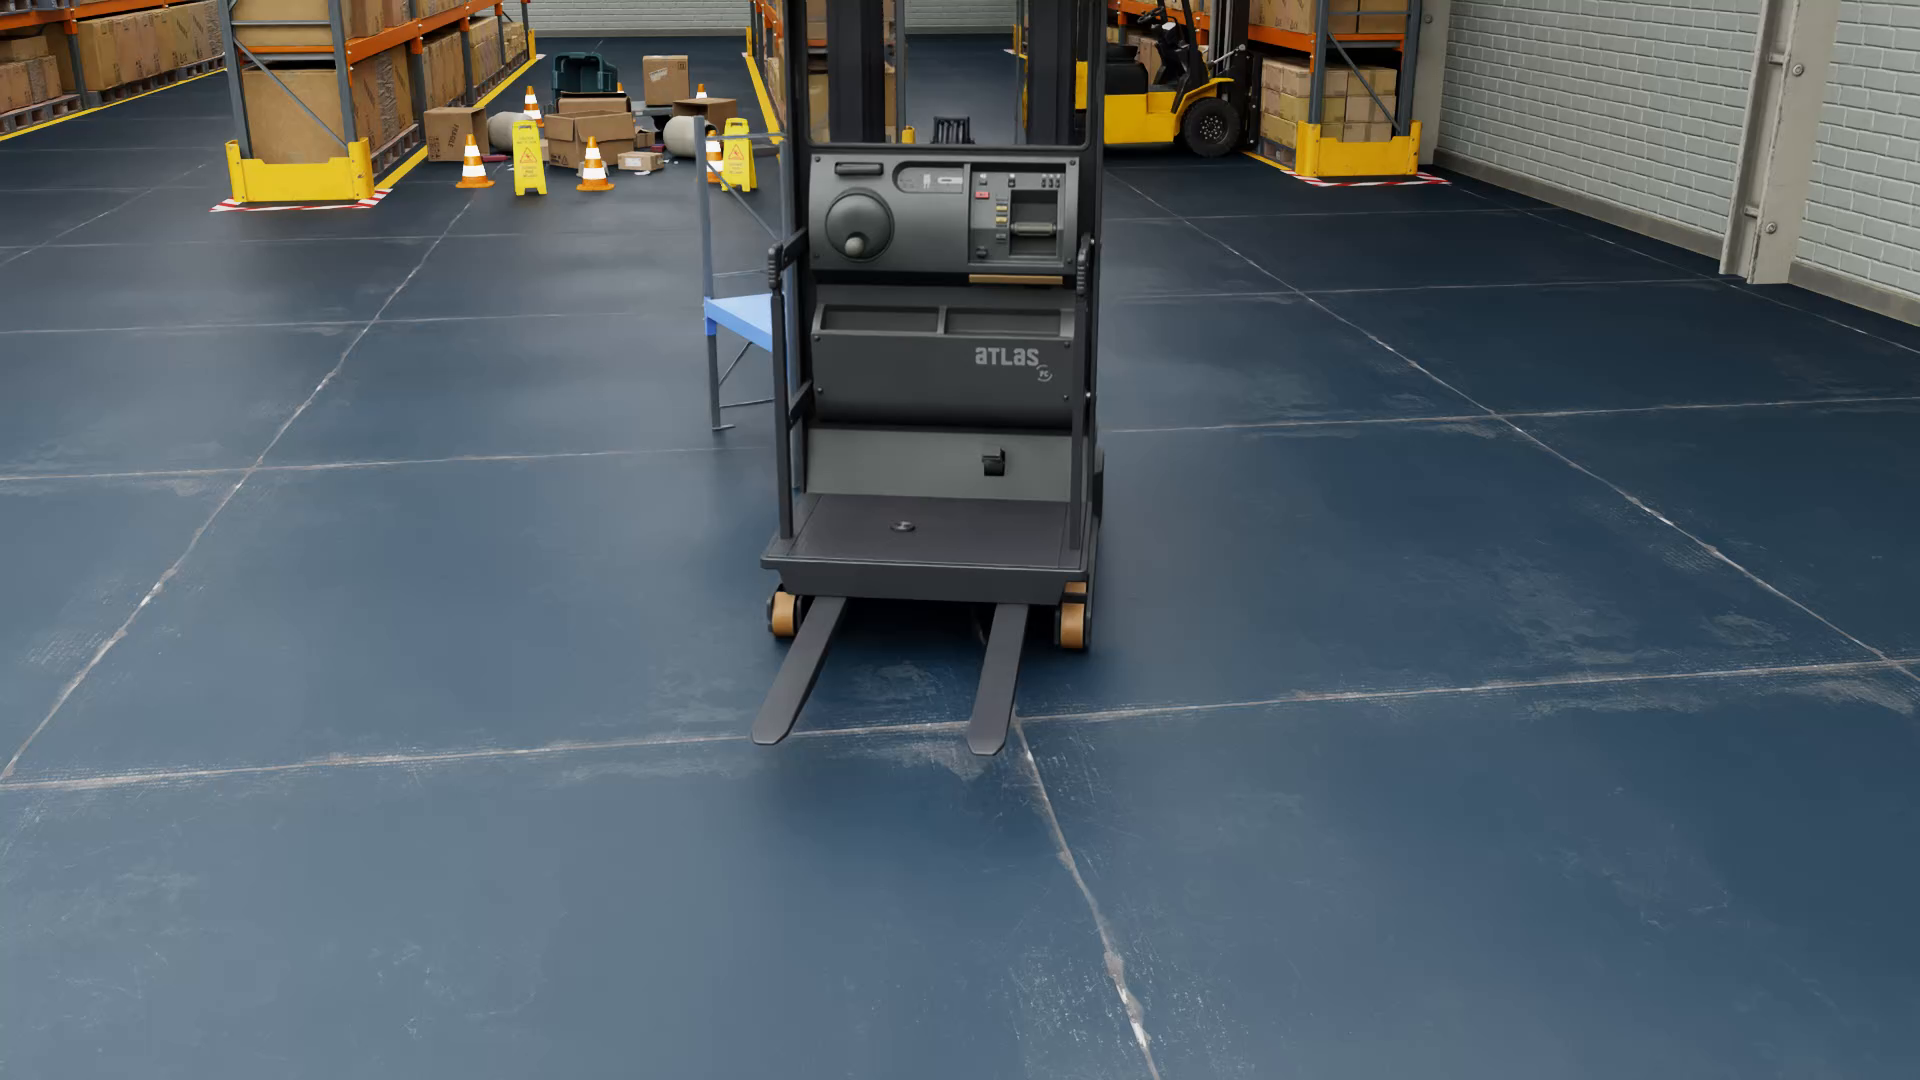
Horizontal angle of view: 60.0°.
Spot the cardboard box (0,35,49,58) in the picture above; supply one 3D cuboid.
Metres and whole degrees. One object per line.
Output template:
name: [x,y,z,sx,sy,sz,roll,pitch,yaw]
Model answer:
cardboard box: [-11.845,-6.205,20.915,0.500,0.250,0.500,-2,21,-6]

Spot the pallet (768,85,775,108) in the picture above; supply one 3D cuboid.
pallet: [-2.053,-5.972,22.404,1.003,0.211,1.213,-3,21,-8]

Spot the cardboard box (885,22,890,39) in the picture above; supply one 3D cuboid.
cardboard box: [-0.855,-4.790,15.612,0.380,0.149,0.250,-3,21,-8]

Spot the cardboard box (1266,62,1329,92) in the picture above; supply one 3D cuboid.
cardboard box: [3.446,-4.728,16.989,0.500,0.250,0.500,-3,21,-7]

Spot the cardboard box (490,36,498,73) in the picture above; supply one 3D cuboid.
cardboard box: [-7.195,-7.254,24.823,0.500,0.500,0.500,-3,21,-9]

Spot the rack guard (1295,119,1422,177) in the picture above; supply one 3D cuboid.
rack guard: [3.904,-3.852,16.314,1.175,0.500,0.348,-3,21,-8]

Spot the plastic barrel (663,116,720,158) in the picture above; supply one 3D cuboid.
plastic barrel: [-2.807,-4.211,17.386,0.512,0.421,0.421,12,24,30]

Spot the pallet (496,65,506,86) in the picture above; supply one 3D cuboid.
pallet: [-7.511,-7.074,25.353,1.003,0.211,1.213,-3,21,-8]

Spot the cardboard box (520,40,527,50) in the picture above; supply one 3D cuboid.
cardboard box: [-7.782,-8.640,29.036,0.380,0.149,0.250,-2,21,-6]

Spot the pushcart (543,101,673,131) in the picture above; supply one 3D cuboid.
pushcart: [-3.837,-4.803,19.038,1.648,0.377,0.936,-11,23,-26]

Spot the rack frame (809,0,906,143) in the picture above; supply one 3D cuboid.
rack frame: [-1.011,-4.779,15.225,1.000,3.000,0.127,-3,21,-8]

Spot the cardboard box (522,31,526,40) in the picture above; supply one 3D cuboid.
cardboard box: [-7.843,-8.867,29.218,0.380,0.149,0.250,-3,21,-9]

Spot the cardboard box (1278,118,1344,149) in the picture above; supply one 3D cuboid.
cardboard box: [3.520,-4.086,16.699,0.500,0.250,0.500,-3,21,-7]

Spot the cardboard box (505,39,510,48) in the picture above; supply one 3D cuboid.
cardboard box: [-7.609,-8.147,27.292,0.380,0.149,0.250,-2,21,-5]

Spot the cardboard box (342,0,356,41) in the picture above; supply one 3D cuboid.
cardboard box: [-6.094,-4.880,15.281,0.875,0.550,0.550,-3,21,-8]

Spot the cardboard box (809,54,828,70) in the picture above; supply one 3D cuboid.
cardboard box: [-1.504,-4.731,16.427,0.380,0.149,0.250,-2,21,-6]

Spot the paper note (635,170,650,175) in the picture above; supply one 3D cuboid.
paper note: [-3.117,-3.615,16.352,0.148,0.019,0.142,-11,23,-26]

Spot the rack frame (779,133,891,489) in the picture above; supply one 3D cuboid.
rack frame: [-0.516,-0.973,7.178,0.500,1.500,0.032,-11,23,-27]

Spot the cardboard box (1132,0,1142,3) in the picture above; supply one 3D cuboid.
cardboard box: [2.637,-7.390,22.430,0.500,0.250,0.500,-3,21,-9]

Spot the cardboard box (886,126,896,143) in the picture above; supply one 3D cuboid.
cardboard box: [-0.854,-3.981,16.418,0.500,0.250,0.500,-3,21,-8]

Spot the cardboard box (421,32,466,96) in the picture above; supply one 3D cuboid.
cardboard box: [-7.049,-6.192,21.623,1.050,0.750,0.750,-3,21,-8]

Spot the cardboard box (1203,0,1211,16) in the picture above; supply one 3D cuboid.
cardboard box: [3.129,-6.296,19.143,0.500,0.500,0.500,-3,21,-9]

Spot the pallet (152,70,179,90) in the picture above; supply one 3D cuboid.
pallet: [-12.362,-6.865,24.794,1.003,0.211,1.213,-3,21,-8]

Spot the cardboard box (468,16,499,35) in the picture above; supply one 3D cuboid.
cardboard box: [-7.267,-7.781,25.163,0.500,0.250,0.500,-3,21,-9]

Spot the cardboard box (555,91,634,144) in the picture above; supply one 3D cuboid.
cardboard box: [-3.913,-4.477,17.790,0.797,0.637,0.503,-3,21,-8]

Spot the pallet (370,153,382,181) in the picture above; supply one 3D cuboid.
pallet: [-6.088,-3.461,15.682,1.003,0.211,1.213,-3,21,-8]

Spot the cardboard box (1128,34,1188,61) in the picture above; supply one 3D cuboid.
cardboard box: [2.823,-6.668,23.077,0.875,0.625,0.625,-2,21,-6]

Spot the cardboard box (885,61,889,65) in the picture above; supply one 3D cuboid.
cardboard box: [-1.002,-4.696,17.259,0.500,0.500,0.500,-3,21,-7]

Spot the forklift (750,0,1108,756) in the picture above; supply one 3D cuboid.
forklift: [-0.077,-1.120,5.527,1.130,2.935,3.031,2,21,6]

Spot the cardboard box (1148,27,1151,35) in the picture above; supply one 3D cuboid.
cardboard box: [2.968,-7.420,24.341,0.380,0.149,0.250,-2,21,-6]

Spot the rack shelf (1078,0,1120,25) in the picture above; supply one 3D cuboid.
rack shelf: [2.459,-8.156,25.295,1.077,0.370,4.000,-3,21,-8]

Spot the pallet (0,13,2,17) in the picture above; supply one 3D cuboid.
pallet: [-11.360,-5.846,18.357,1.003,0.211,1.213,-3,21,-8]

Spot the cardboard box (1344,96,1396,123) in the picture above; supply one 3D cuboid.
cardboard box: [4.038,-4.347,16.683,0.500,0.250,0.500,-3,21,-7]

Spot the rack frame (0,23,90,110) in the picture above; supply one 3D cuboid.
rack frame: [-11.971,-7.049,21.303,1.000,3.000,0.127,-3,21,-8]

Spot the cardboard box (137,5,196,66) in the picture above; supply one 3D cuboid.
cardboard box: [-12.563,-7.868,25.932,0.875,0.875,0.875,-3,21,-8]

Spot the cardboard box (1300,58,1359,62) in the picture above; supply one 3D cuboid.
cardboard box: [3.881,-4.930,17.530,0.500,0.250,0.500,-3,21,-8]

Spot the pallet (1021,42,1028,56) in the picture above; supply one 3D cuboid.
pallet: [1.721,-8.962,30.410,1.003,0.211,1.213,-3,21,-8]

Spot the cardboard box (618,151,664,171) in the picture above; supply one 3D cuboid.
cardboard box: [-3.199,-3.795,16.665,0.380,0.149,0.250,8,22,20]

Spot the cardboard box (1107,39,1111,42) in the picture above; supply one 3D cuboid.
cardboard box: [2.411,-7.136,24.507,0.500,0.500,0.500,-3,21,-9]

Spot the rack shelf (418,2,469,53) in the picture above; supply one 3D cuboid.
rack shelf: [-6.760,-6.235,20.151,1.077,0.370,4.000,-3,21,-8]

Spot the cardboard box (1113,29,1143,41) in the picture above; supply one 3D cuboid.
cardboard box: [2.425,-7.289,23.989,0.380,0.149,0.250,-4,21,-10]

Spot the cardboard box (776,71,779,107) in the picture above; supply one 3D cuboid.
cardboard box: [-1.773,-5.560,20.471,0.950,0.372,0.625,-2,21,-4]

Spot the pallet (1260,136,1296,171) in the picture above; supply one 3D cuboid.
pallet: [3.748,-3.987,17.090,1.003,0.211,1.213,-3,21,-8]

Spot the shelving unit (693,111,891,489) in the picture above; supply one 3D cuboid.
shelving unit: [-0.758,-1.130,7.596,0.538,1.500,1.048,-11,23,-27]

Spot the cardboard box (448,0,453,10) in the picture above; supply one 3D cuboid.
cardboard box: [-6.575,-6.823,20.554,0.500,0.500,0.500,-3,21,-9]

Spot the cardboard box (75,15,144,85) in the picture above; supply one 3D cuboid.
cardboard box: [-12.171,-6.800,23.071,1.225,0.875,0.875,-3,21,-8]

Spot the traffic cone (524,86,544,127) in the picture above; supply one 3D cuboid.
traffic cone: [-5.171,-5.232,20.062,0.336,0.463,0.334,-3,21,-8]

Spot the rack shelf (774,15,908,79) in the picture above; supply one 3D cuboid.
rack shelf: [-1.299,-5.135,17.205,1.077,0.370,4.000,-3,21,-8]
